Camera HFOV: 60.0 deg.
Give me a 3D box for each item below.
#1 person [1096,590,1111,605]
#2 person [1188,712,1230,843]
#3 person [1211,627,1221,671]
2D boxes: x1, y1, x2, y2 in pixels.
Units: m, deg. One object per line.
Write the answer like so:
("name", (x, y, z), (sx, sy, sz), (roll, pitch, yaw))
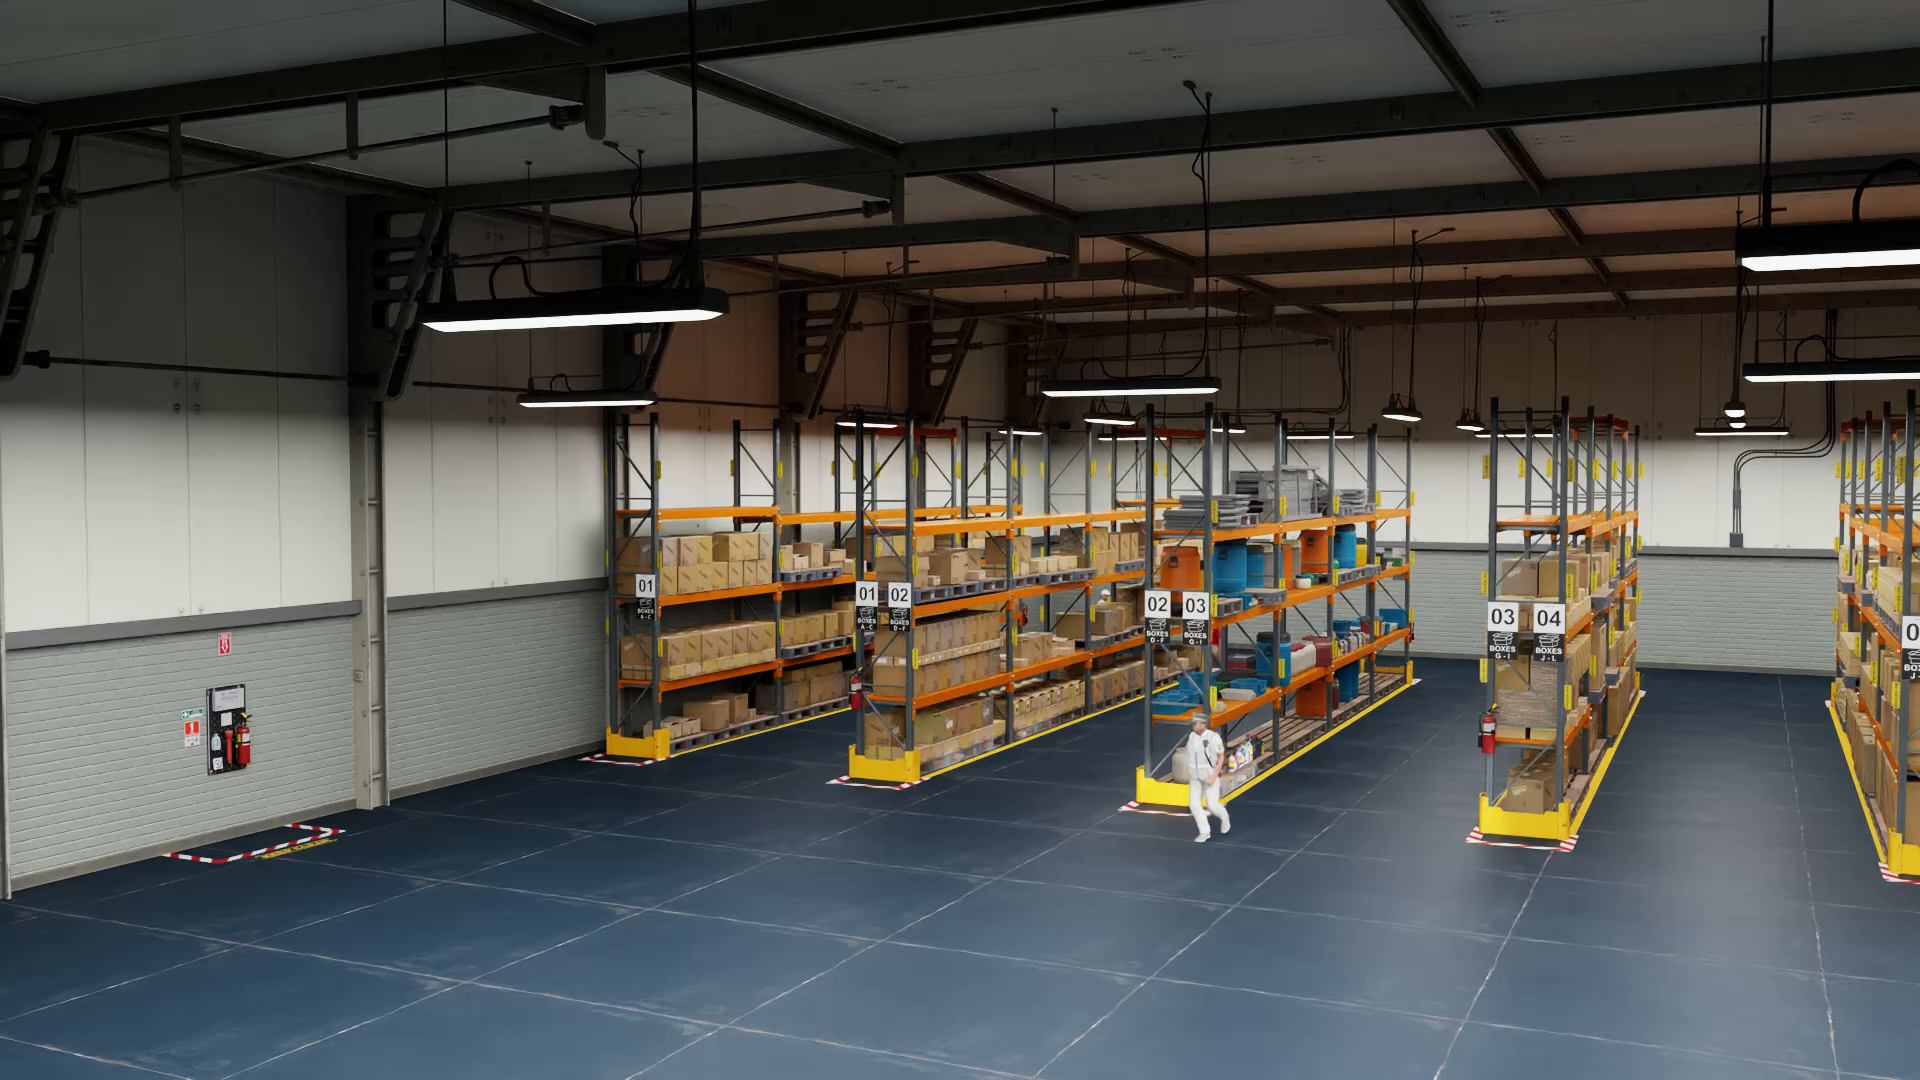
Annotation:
("person", (3.945, 2.223, 44.618), (0.624, 1.774, 0.696), (-2, 3, -41))
("person", (3.346, 3.193, 22.564), (0.594, 1.736, 0.618), (2, 3, 38))
("person", (5.852, 2.548, 37.778), (0.934, 1.683, 0.563), (-2, 3, -44))
